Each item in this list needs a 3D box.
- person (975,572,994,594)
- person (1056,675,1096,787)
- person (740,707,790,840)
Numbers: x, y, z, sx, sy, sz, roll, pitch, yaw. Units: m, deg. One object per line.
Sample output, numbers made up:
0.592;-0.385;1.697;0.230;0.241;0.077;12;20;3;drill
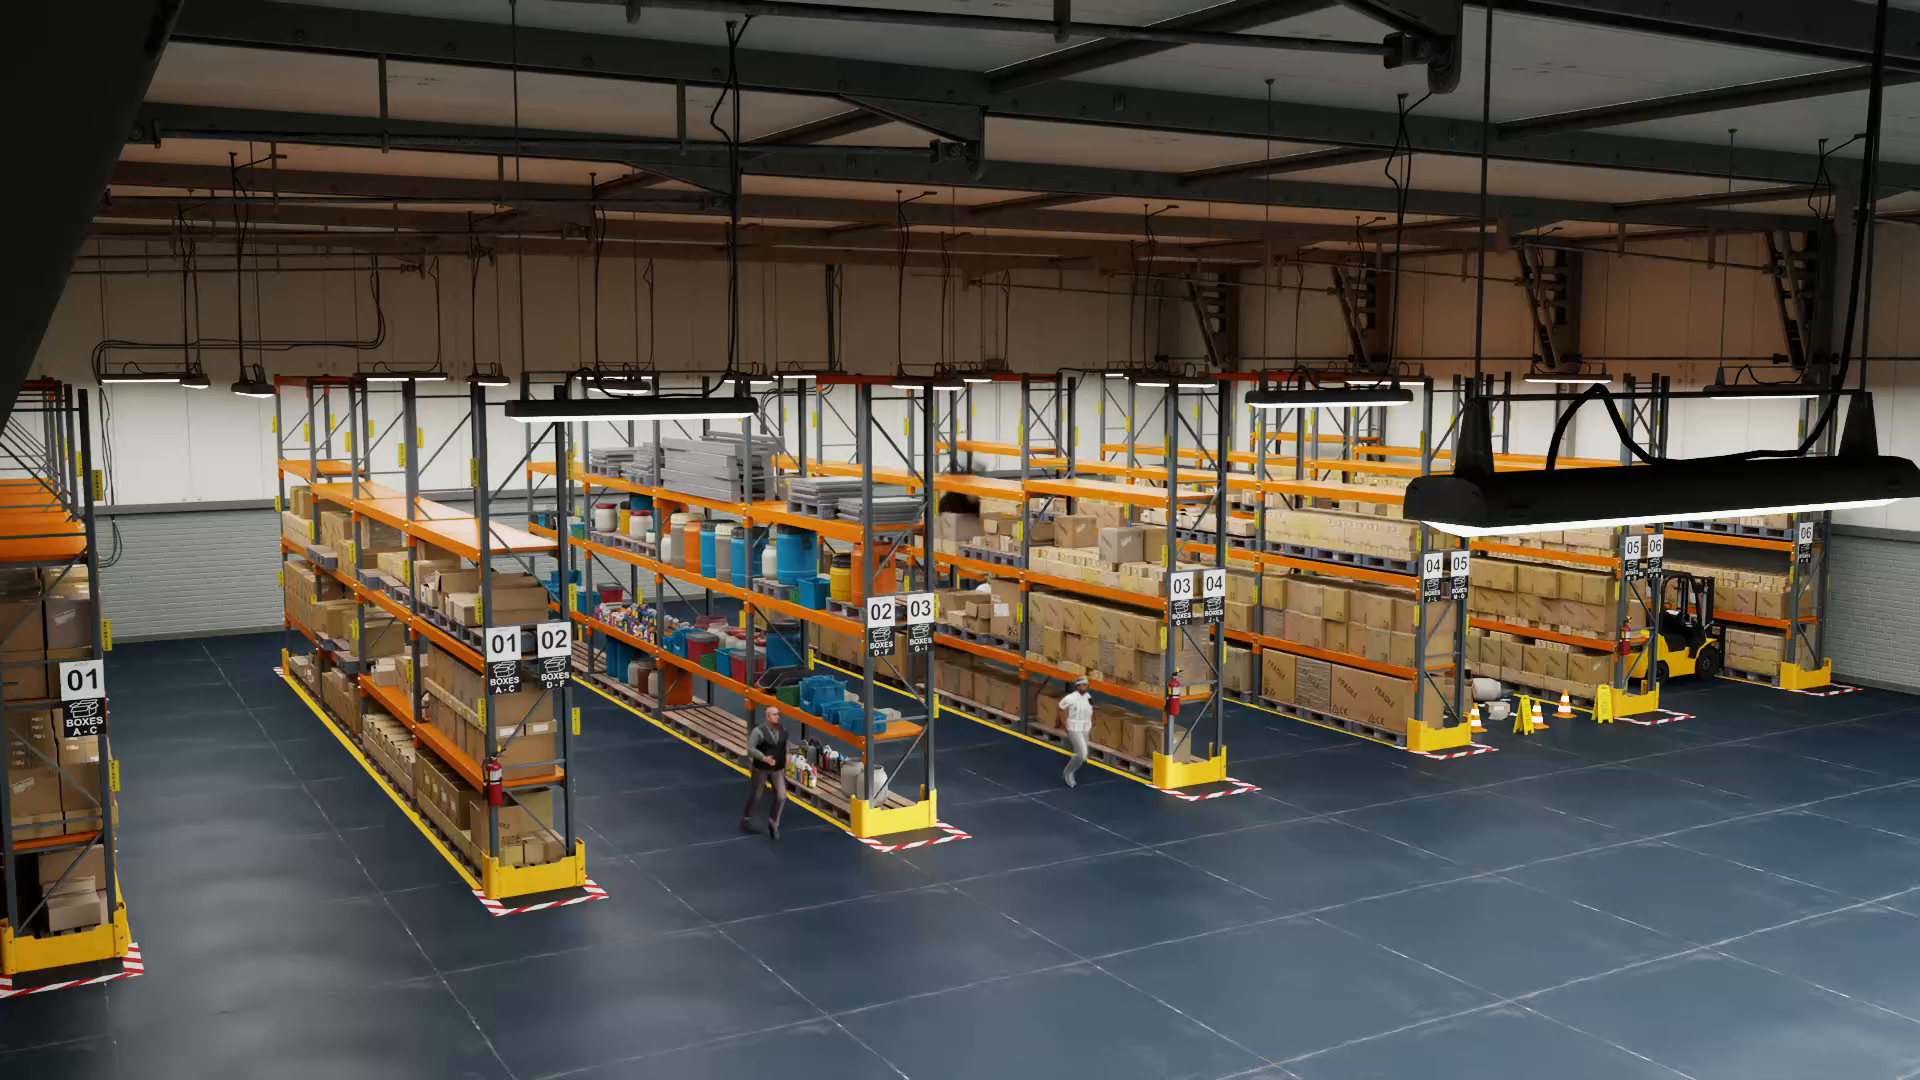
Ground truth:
0.644;1.521;36.324;0.582;1.685;0.666;-5;8;-38;person
1.763;2.816;24.613;0.554;1.659;0.637;-5;8;-38;person
-2.528;3.083;22.120;0.711;1.774;0.721;-4;7;-30;person
